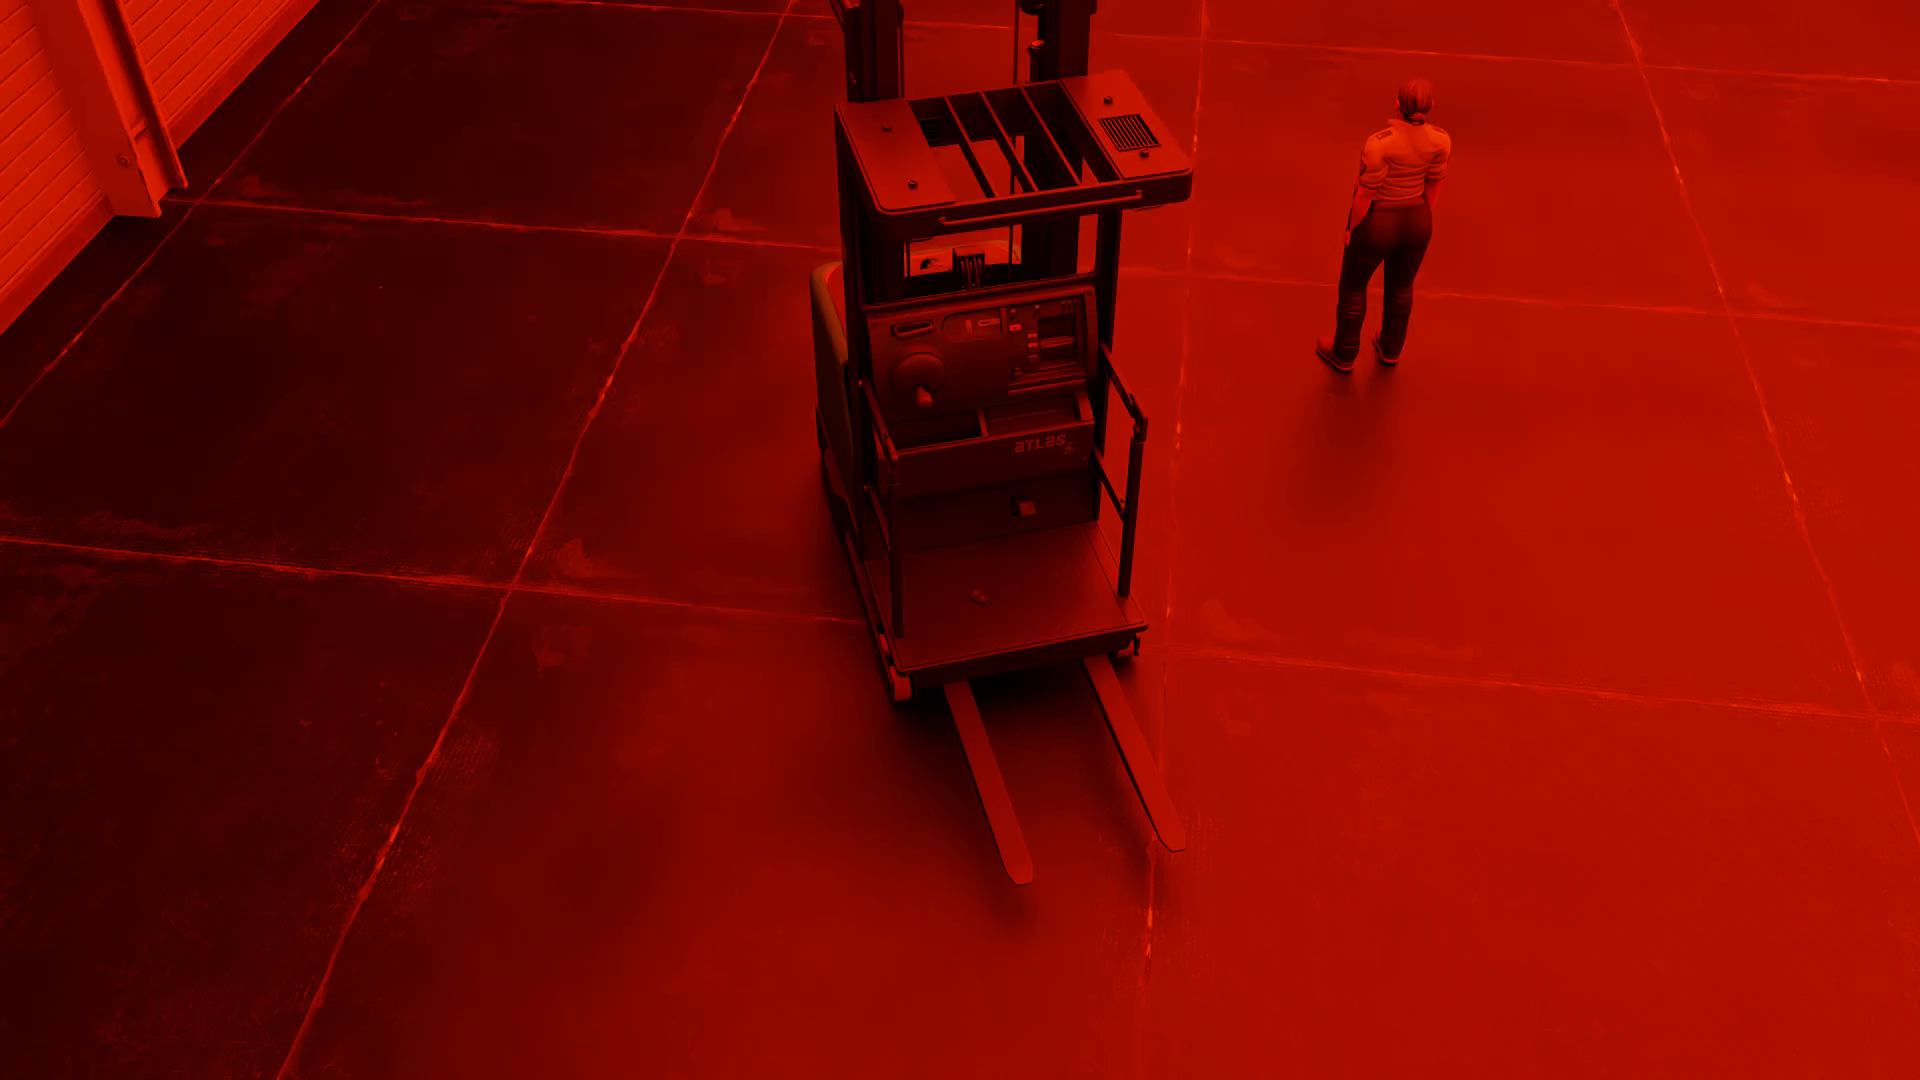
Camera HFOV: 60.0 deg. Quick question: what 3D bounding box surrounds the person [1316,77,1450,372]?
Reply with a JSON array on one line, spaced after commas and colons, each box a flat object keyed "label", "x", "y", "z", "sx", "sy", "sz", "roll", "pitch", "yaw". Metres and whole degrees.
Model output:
[{"label": "person", "x": 2.163, "y": -1.592, "z": 8.411, "sx": 0.471, "sy": 1.651, "sz": 0.363, "roll": -8, "pitch": 43, "yaw": -9}]

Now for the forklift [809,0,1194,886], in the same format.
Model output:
[{"label": "forklift", "x": 0.153, "y": -0.681, "z": 6.465, "sx": 1.130, "sy": 2.935, "sz": 3.031, "roll": -10, "pitch": 44, "yaw": -11}]
